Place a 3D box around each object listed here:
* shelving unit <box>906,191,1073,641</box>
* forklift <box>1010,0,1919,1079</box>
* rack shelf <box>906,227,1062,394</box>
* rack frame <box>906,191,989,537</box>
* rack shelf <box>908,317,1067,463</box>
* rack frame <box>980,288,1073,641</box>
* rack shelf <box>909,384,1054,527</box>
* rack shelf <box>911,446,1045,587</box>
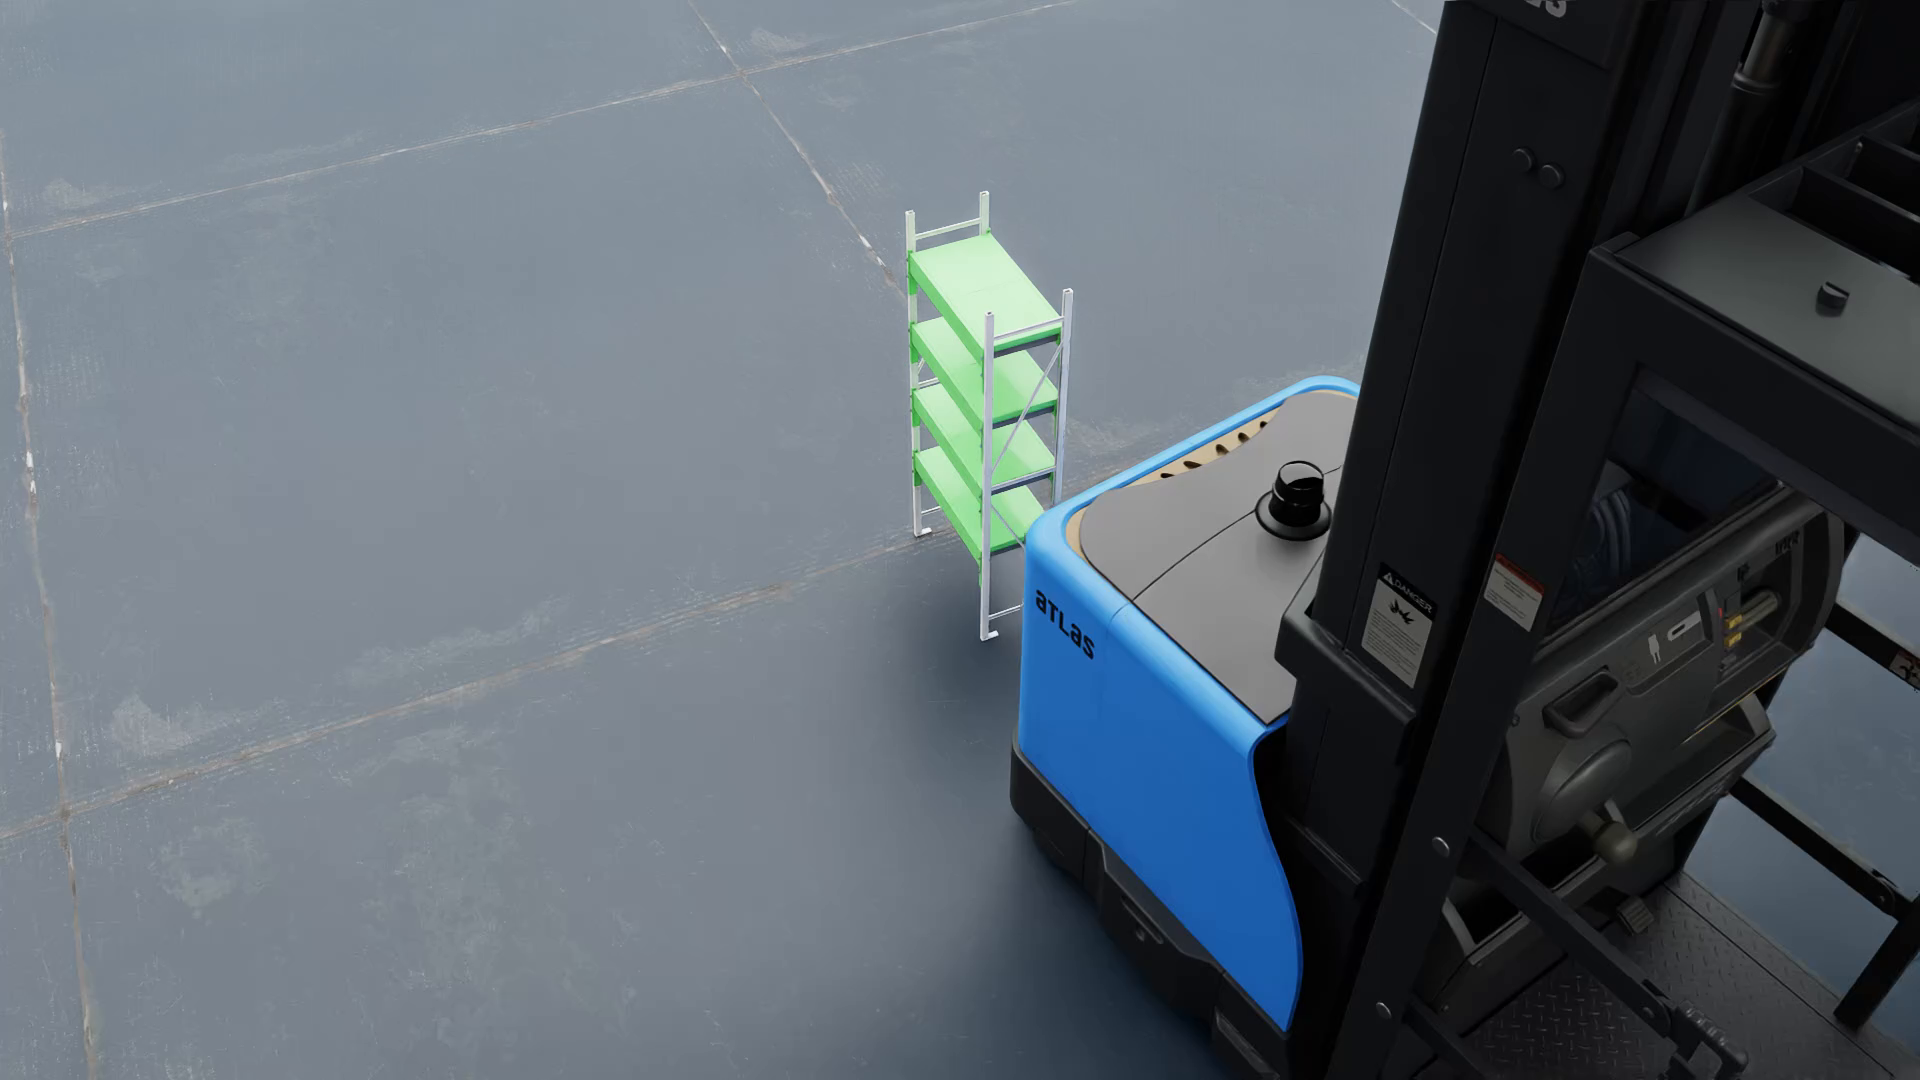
[{"bbox_3d":[0.070,-0.322,4.722,0.258,1.200,0.503,-18,47,-17],"label":"shelving unit"},{"bbox_3d":[1.402,0.322,2.836,1.130,2.935,3.031,-27,51,-25],"label":"forklift"},{"bbox_3d":[0.070,-0.618,4.429,0.258,0.148,0.480,-18,47,-17],"label":"rack shelf"},{"bbox_3d":[-0.033,-0.477,4.879,0.240,1.200,0.015,-18,47,-17],"label":"rack frame"},{"bbox_3d":[0.070,-0.447,4.598,0.258,0.148,0.480,-18,47,-17],"label":"rack shelf"},{"bbox_3d":[0.172,-0.166,4.564,0.240,1.200,0.015,-18,47,-17],"label":"rack frame"},{"bbox_3d":[0.070,-0.276,4.767,0.258,0.148,0.480,-18,47,-17],"label":"rack shelf"},{"bbox_3d":[0.070,-0.105,4.935,0.258,0.148,0.480,-18,47,-17],"label":"rack shelf"}]
